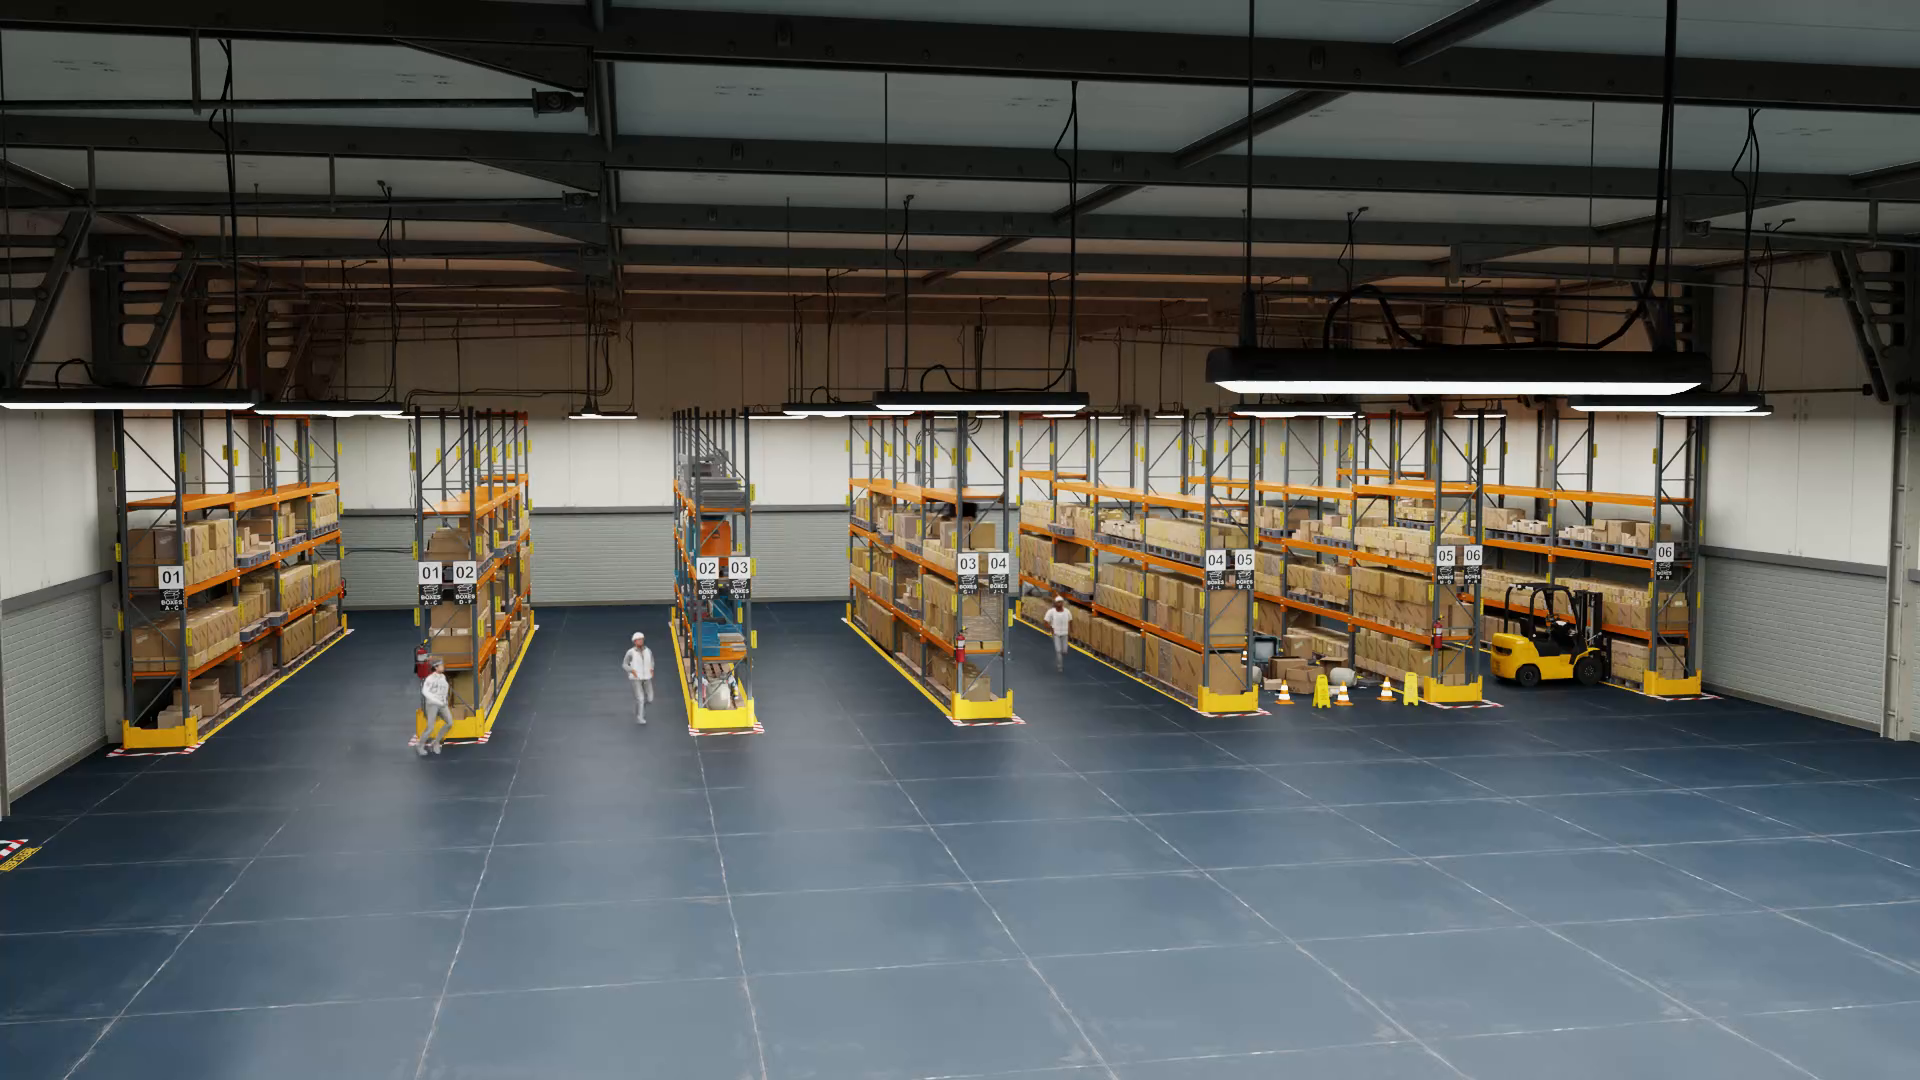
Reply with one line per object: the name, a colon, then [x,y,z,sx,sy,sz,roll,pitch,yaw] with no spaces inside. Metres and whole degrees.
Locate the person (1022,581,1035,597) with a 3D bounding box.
person: [2.073,1.376,49.601,0.601,1.661,0.678,0,4,-5]

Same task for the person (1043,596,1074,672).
person: [2.270,2.151,38.253,0.702,1.726,0.598,-1,4,-11]

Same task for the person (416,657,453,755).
person: [-9.018,2.856,28.724,0.612,1.654,0.676,2,4,25]

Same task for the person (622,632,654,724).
person: [-6.080,2.615,31.581,0.656,1.722,0.609,-3,5,-34]
